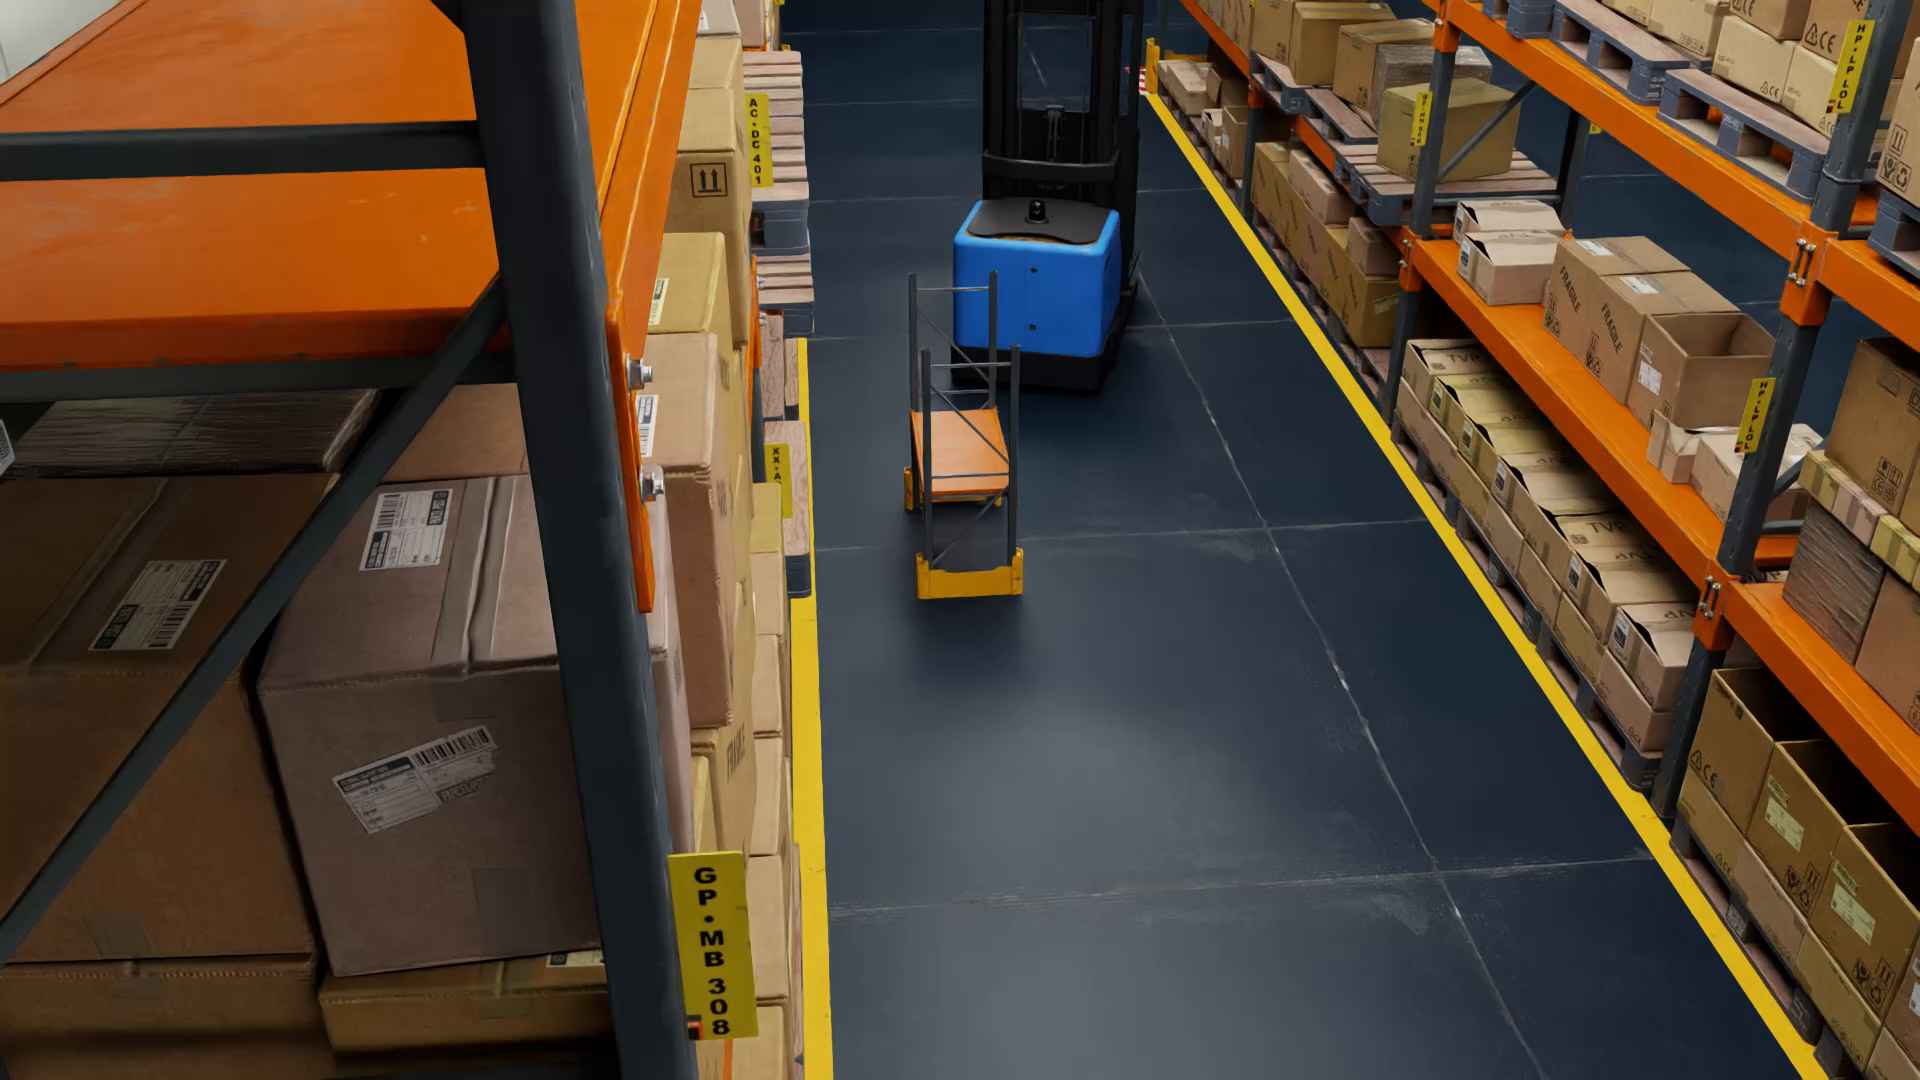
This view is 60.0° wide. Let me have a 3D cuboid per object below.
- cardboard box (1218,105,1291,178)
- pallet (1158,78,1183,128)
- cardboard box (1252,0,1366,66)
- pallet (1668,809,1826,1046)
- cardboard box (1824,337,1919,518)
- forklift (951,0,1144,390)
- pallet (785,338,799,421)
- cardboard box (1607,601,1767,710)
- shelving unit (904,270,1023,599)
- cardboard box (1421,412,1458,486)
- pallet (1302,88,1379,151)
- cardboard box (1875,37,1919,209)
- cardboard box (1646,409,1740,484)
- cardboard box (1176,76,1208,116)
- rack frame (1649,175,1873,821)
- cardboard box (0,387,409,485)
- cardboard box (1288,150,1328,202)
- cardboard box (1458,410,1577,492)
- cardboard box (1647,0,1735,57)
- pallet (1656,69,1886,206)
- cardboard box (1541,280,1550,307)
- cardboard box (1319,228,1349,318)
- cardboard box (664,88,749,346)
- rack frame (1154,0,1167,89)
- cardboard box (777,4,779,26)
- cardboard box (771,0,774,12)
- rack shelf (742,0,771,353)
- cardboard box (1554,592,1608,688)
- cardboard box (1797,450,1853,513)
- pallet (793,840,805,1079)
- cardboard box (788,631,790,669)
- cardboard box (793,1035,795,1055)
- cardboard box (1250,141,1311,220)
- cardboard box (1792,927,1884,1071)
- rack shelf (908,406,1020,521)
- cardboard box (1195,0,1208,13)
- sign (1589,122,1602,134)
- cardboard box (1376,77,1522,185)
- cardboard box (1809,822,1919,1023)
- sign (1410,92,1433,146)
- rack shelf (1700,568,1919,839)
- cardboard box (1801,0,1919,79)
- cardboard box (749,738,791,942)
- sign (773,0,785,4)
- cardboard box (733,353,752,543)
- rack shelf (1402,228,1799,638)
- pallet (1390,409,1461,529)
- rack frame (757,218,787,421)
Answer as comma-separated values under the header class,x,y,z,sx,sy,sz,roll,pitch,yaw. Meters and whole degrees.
class,x,y,z,sx,sy,sz,roll,pitch,yaw
cardboard box,2.613,-3.538,14.758,0.500,0.500,0.500,-3,31,-5
pallet,2.658,-4.545,17.153,1.003,0.211,1.213,-3,31,-5
cardboard box,2.770,-4.116,13.209,0.700,0.500,0.500,-13,33,-21
pallet,3.729,1.544,6.959,1.003,0.211,1.213,-3,31,-5
cardboard box,3.744,-0.435,6.190,0.700,0.500,0.500,-3,31,-4
forklift,0.757,-3.025,11.956,1.130,2.935,3.031,6,31,11
pallet,-1.608,-1.073,11.341,1.003,0.211,1.213,-3,31,-5
cardboard box,3.373,0.505,7.704,0.500,0.311,0.500,-3,31,-5
shelving unit,0.007,-0.605,9.301,0.587,1.500,1.083,-3,31,-5
cardboard box,3.127,-0.565,10.043,0.500,0.250,0.500,-4,31,-6
pallet,3.136,-3.013,12.058,1.003,0.211,1.213,-3,31,-5
cardboard box,3.481,-1.362,5.537,0.500,0.500,0.500,0,31,-1
cardboard box,3.431,-0.443,7.699,0.396,0.266,0.258,-3,31,-6
cardboard box,2.437,-4.394,16.435,0.500,0.250,0.500,-3,31,-5
rack frame,3.696,-0.061,6.927,1.000,3.000,0.127,-3,31,-5
cardboard box,-1.224,-0.034,2.864,0.500,0.500,0.500,-1,31,-2
cardboard box,2.845,-2.814,12.814,0.500,0.250,0.500,-3,31,-4
cardboard box,3.182,-0.534,9.444,0.500,0.311,0.500,-4,31,-6
cardboard box,3.579,-2.444,7.728,0.500,0.250,0.500,-5,31,-9
pallet,3.601,-1.716,6.960,0.805,0.209,1.217,-4,31,-7
cardboard box,3.498,-1.347,9.325,0.380,0.149,0.250,-1,31,-1
cardboard box,2.953,-1.949,12.098,0.500,0.500,0.500,-4,31,-6
cardboard box,-0.798,-0.802,4.151,0.500,0.500,0.500,-4,31,-6
rack frame,2.575,-6.188,17.185,1.000,3.000,0.127,-3,31,-5
cardboard box,-2.158,-5.057,14.999,0.980,0.700,0.700,-4,31,-7
cardboard box,-1.685,-4.181,12.687,0.500,0.250,0.500,-2,31,-3
rack shelf,-1.422,-1.822,7.652,1.077,0.370,4.000,-3,31,-5
cardboard box,3.323,0.483,8.289,0.500,0.250,0.500,-3,31,-5
cardboard box,3.529,-0.236,6.490,0.380,0.149,0.250,-3,31,-5
pallet,-1.137,1.717,6.671,1.003,0.211,1.213,-3,31,-5
cardboard box,-0.889,0.461,6.180,0.500,0.250,0.500,-3,31,-4
cardboard box,-0.696,1.487,4.462,0.500,0.250,0.500,-3,31,-5
cardboard box,2.751,-3.002,13.861,0.500,0.500,0.500,-4,31,-7
cardboard box,3.521,1.702,6.249,0.500,0.250,0.500,-3,31,-5
rack shelf,0.008,-0.446,9.385,0.538,0.185,1.000,-3,31,-5
cardboard box,2.497,-5.217,15.461,0.500,0.500,0.500,-2,31,-4
sign,3.875,-2.629,10.097,0.100,0.325,0.005,-3,31,-5
cardboard box,3.152,-2.643,10.742,0.700,0.500,0.500,-13,33,-21
cardboard box,3.521,1.380,6.056,0.500,0.500,0.500,-3,31,-5
sign,2.783,-2.535,10.018,0.100,0.325,0.005,-3,31,-5
rack shelf,3.883,1.269,5.402,1.077,0.370,4.000,-3,31,-5
cardboard box,3.678,-2.103,6.427,0.500,0.500,0.500,-2,31,-4
cardboard box,-0.745,0.916,4.687,0.500,0.500,0.500,-2,31,-3
sign,-1.443,-4.400,13.140,0.100,0.325,0.005,-3,31,-5
cardboard box,-0.782,-0.115,3.975,0.500,0.500,0.500,-1,31,-2
rack shelf,3.509,-0.773,8.821,1.077,0.370,4.000,-3,31,-5
pallet,3.361,-0.484,10.355,1.003,0.211,1.213,-3,31,-5
rack frame,-1.609,-1.864,9.946,1.000,3.000,0.127,-3,31,-5
